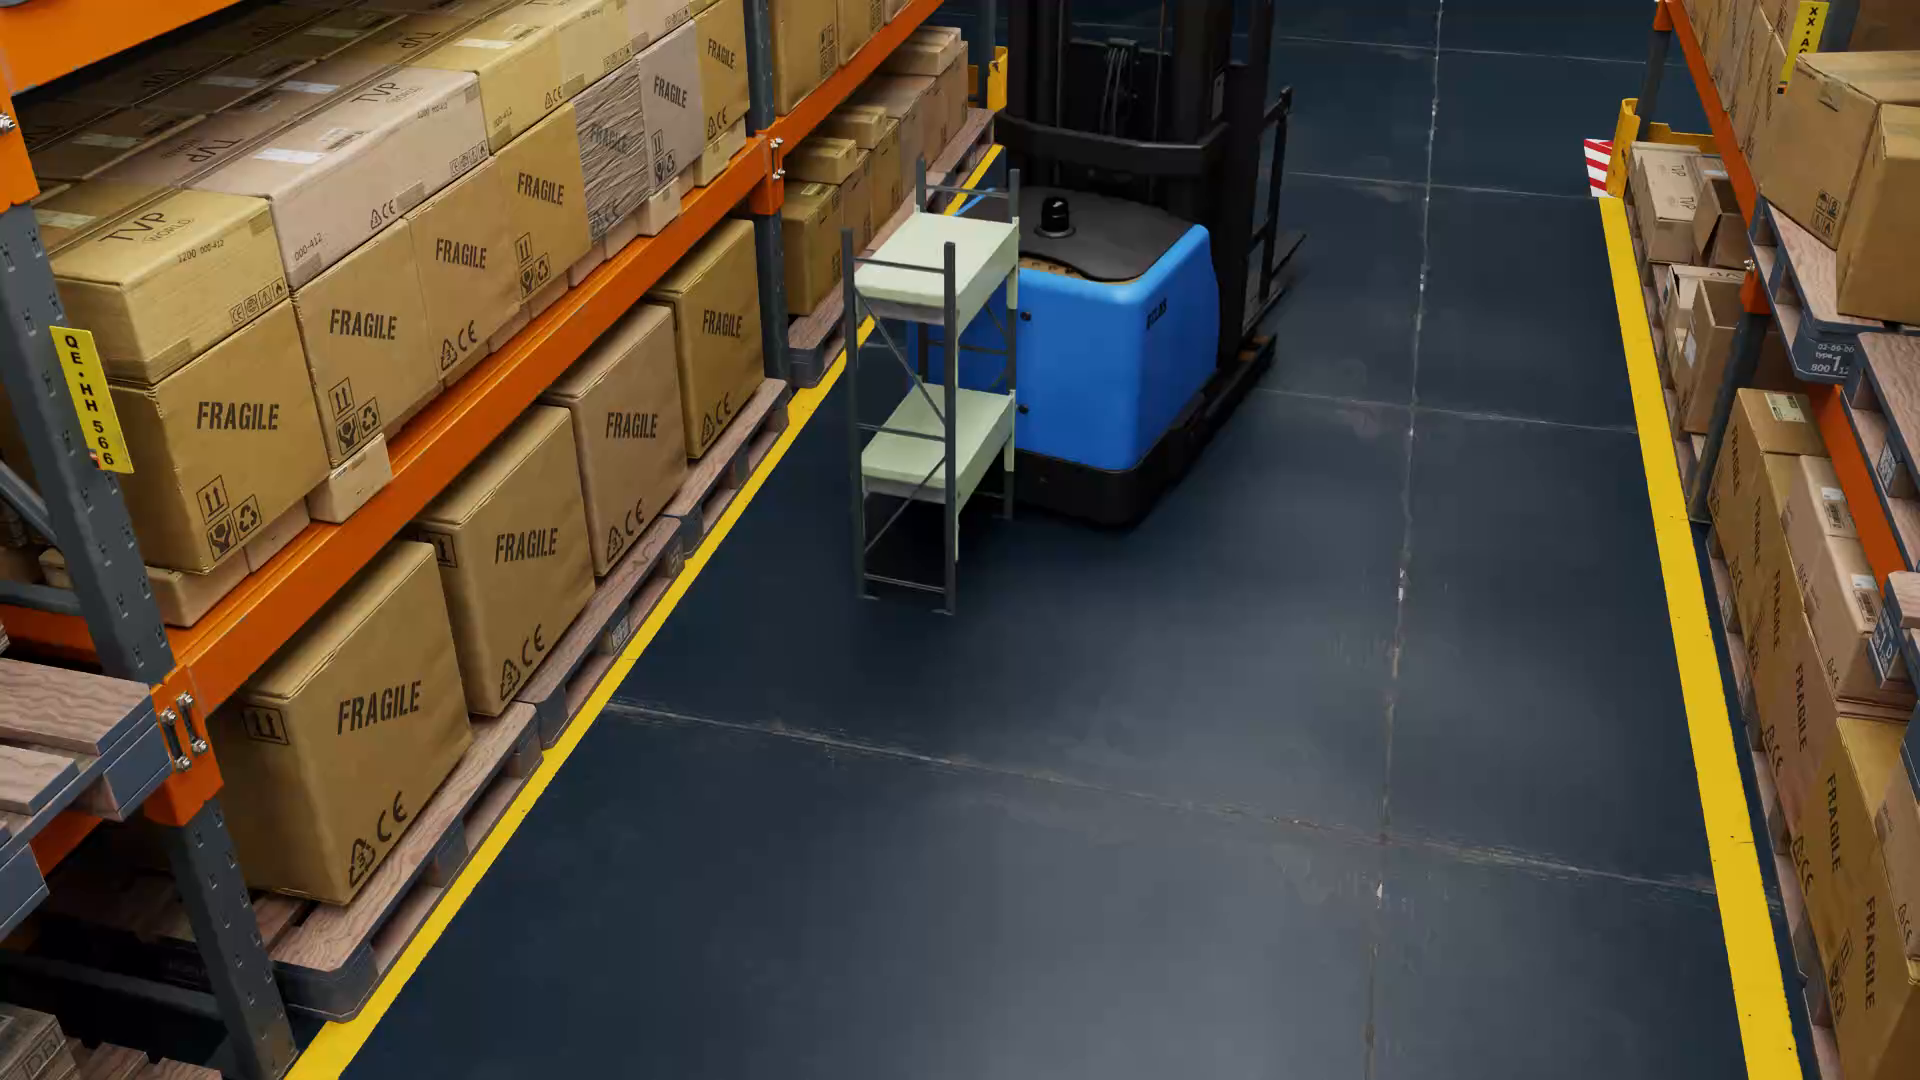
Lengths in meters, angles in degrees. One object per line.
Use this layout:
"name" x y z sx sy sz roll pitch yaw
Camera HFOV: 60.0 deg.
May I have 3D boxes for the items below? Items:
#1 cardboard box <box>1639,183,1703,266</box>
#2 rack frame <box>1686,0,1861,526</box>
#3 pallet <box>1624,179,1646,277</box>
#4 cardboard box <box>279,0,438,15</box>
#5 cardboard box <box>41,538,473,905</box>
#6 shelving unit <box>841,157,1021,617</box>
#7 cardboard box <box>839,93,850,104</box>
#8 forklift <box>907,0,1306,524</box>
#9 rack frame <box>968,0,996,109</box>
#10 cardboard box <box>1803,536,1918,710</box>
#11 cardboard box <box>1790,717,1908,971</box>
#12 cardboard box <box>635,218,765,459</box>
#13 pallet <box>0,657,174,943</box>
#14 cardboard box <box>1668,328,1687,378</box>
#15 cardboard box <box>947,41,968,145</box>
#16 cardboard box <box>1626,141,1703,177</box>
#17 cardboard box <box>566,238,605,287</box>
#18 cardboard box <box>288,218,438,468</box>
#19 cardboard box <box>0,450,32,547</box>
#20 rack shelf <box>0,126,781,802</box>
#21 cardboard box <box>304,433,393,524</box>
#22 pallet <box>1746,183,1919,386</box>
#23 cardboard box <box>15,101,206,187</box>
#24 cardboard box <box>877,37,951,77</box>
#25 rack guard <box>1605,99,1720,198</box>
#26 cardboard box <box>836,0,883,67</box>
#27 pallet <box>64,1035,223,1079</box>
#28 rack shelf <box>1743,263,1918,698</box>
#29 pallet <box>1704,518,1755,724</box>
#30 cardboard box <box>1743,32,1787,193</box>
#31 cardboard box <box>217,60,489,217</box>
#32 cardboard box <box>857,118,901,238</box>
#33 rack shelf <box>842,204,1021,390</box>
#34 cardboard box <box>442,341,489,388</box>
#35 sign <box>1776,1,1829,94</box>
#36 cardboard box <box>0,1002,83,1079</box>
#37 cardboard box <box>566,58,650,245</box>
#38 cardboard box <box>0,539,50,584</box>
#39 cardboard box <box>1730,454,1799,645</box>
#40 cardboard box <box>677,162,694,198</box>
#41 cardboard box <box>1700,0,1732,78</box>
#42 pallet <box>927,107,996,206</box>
"cardboard box" 3.857 -1.638 8.684 0.500 0.250 0.500 8 33 12
"rack frame" 3.508 -1.299 5.998 1.000 3.000 0.127 8 33 12
"pallet" 4.302 -1.745 9.298 1.003 0.211 1.213 8 33 12
"cardboard box" -1.902 -1.728 5.584 0.500 0.250 0.500 7 33 11
"cardboard box" -1.986 0.470 4.827 0.750 0.750 0.750 8 33 12
"shelving unit" -0.090 -0.567 6.244 0.431 1.500 0.755 10 34 16
"cardboard box" -0.832 -2.501 9.222 0.380 0.149 0.250 8 33 13
"forklift" 0.880 -2.074 7.281 1.130 2.935 3.031 15 35 22
"rack frame" -0.270 -4.048 10.321 1.000 3.000 0.127 8 33 12
"cardboard box" 2.769 0.250 4.781 0.500 0.250 0.500 7 33 11
"cardboard box" 2.634 0.860 4.522 0.500 0.500 0.500 7 33 11
"cardboard box" -1.324 -0.887 6.962 0.750 0.750 0.750 8 33 13
"pallet" -2.378 0.569 3.238 1.213 0.211 1.003 8 33 12
"cardboard box" 3.415 -0.819 7.490 0.380 0.149 0.250 8 33 12
"cardboard box" -0.351 -2.793 10.286 0.700 0.500 0.500 8 33 12
"cardboard box" 4.084 -2.187 9.642 0.380 0.149 0.250 8 33 12
"cardboard box" -1.462 -1.007 5.754 0.380 0.149 0.250 7 33 11
"cardboard box" -1.787 -0.560 4.446 0.500 0.500 0.500 9 34 14
"cardboard box" -2.435 -0.353 4.121 0.500 0.500 0.500 8 33 13
"rack shelf" -1.792 -0.631 5.616 1.077 0.370 4.000 8 33 12
"cardboard box" -1.771 -0.194 4.475 0.380 0.149 0.250 9 34 14
"pallet" 3.199 -0.819 5.421 1.003 0.211 1.213 8 33 12
"cardboard box" -2.301 -0.928 4.325 0.500 0.250 0.500 7 33 11
"cardboard box" -0.271 -2.843 9.760 0.380 0.149 0.250 9 34 14
"rack guard" 4.503 -2.281 9.872 1.175 0.500 0.348 8 33 12
"cardboard box" -0.941 -2.756 8.010 0.980 0.700 0.700 7 33 11
"pallet" -2.500 1.686 3.901 1.003 0.211 1.213 8 33 12
"rack shelf" 3.000 0.042 4.559 1.077 0.370 4.000 8 33 12
"pallet" 3.338 0.305 6.074 1.003 0.211 1.213 8 33 12
"cardboard box" 3.386 -1.636 6.434 0.500 0.500 0.500 9 33 13
"cardboard box" -1.677 -1.128 4.641 0.500 0.250 0.500 8 33 13
"cardboard box" -0.733 -1.995 9.030 0.700 0.500 0.500 9 33 14
"rack shelf" -0.090 -0.896 6.034 0.431 0.370 0.720 10 34 16
"cardboard box" -1.693 -0.609 5.128 0.380 0.149 0.250 9 33 13
"sign" 2.981 -1.735 5.876 0.100 0.325 0.005 8 33 12
"cardboard box" -2.432 1.354 3.745 0.700 0.500 0.500 8 33 13
"cardboard box" -1.414 -1.349 5.686 0.500 0.500 0.500 8 33 12
"cardboard box" -2.465 -0.003 4.174 0.380 0.149 0.250 9 33 13
"cardboard box" 3.025 0.066 5.770 0.500 0.500 0.500 8 33 13
"cardboard box" -1.247 -1.398 6.369 0.380 0.149 0.250 9 34 14
"cardboard box" 3.771 -2.435 7.692 0.500 0.500 0.500 8 33 13
"pallet" -0.397 -2.445 10.400 1.003 0.211 1.213 8 33 12
